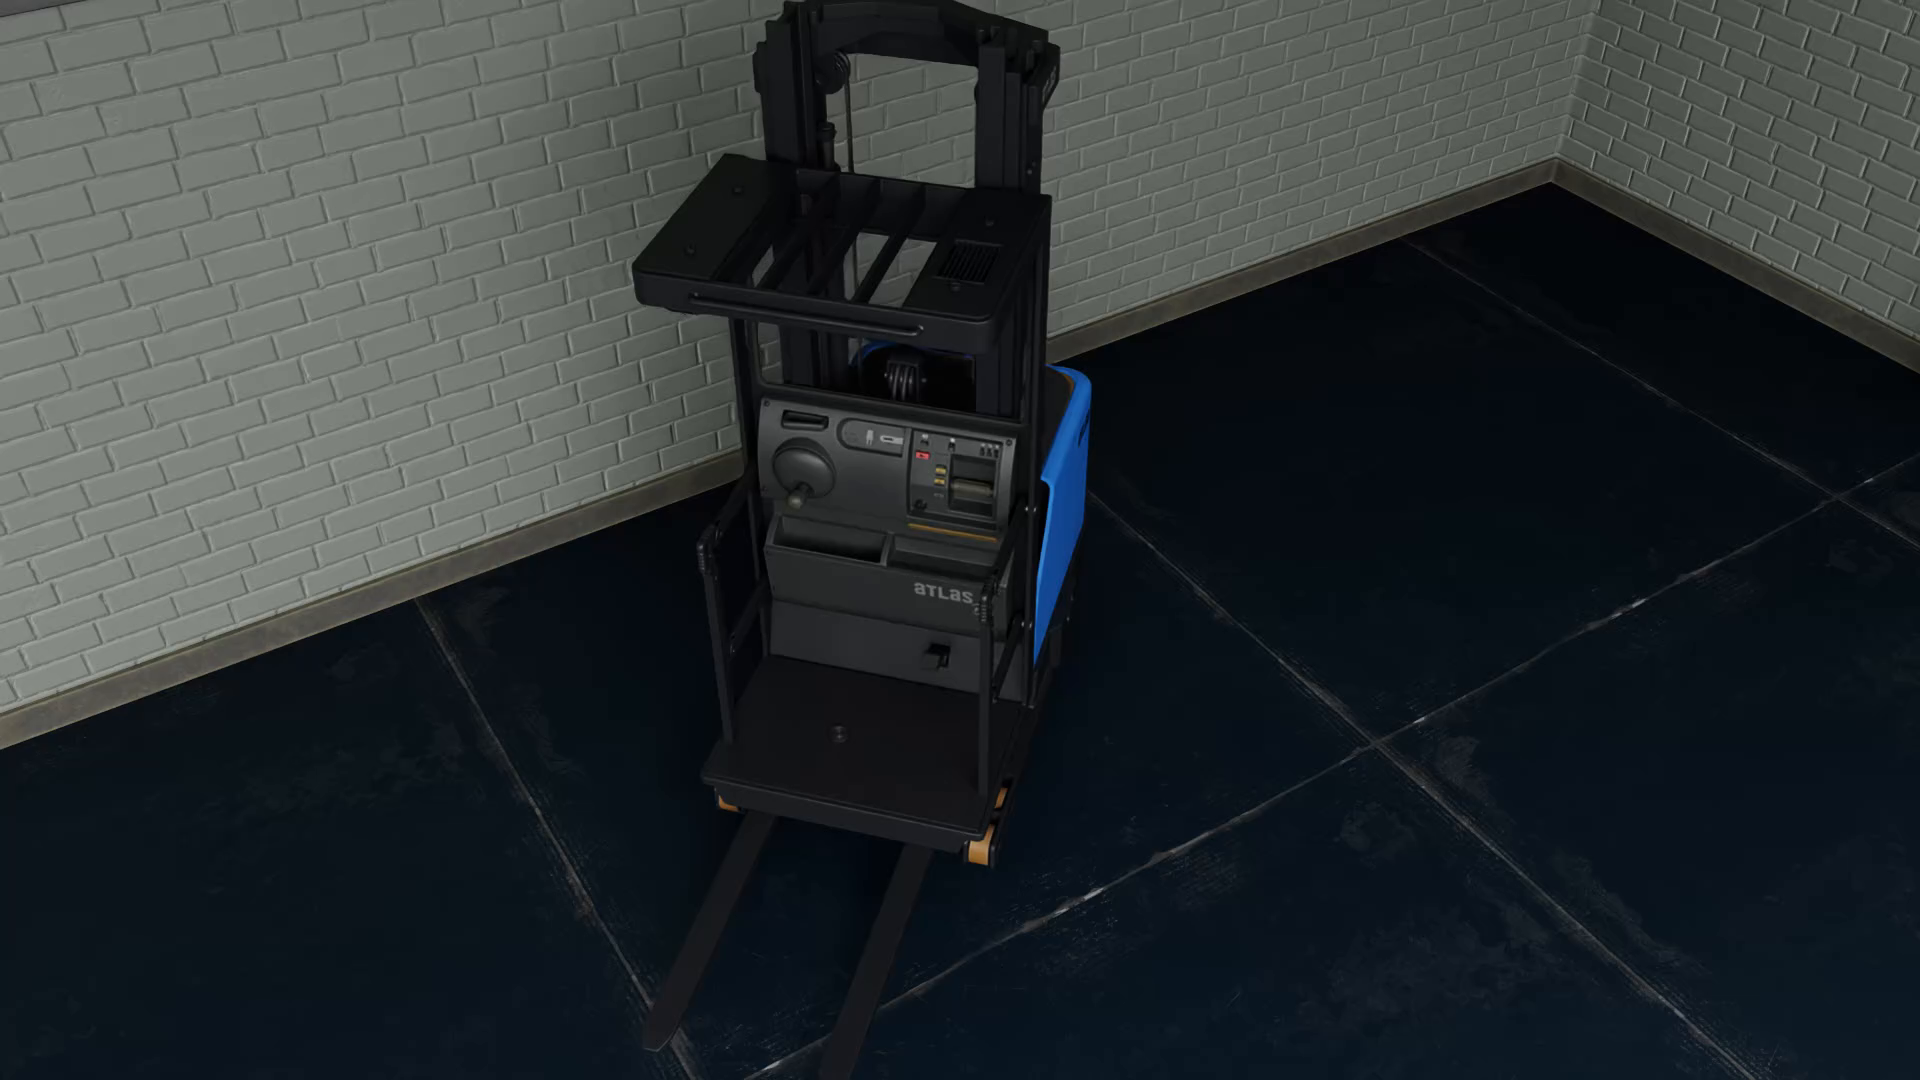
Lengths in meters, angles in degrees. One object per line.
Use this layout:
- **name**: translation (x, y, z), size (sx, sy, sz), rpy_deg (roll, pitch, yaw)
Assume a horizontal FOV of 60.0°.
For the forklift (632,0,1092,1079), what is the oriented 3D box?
- **forklift**: translation (-0.318, -0.180, 5.677), size (1.130, 2.935, 3.031), rpy_deg (10, 41, 12)
